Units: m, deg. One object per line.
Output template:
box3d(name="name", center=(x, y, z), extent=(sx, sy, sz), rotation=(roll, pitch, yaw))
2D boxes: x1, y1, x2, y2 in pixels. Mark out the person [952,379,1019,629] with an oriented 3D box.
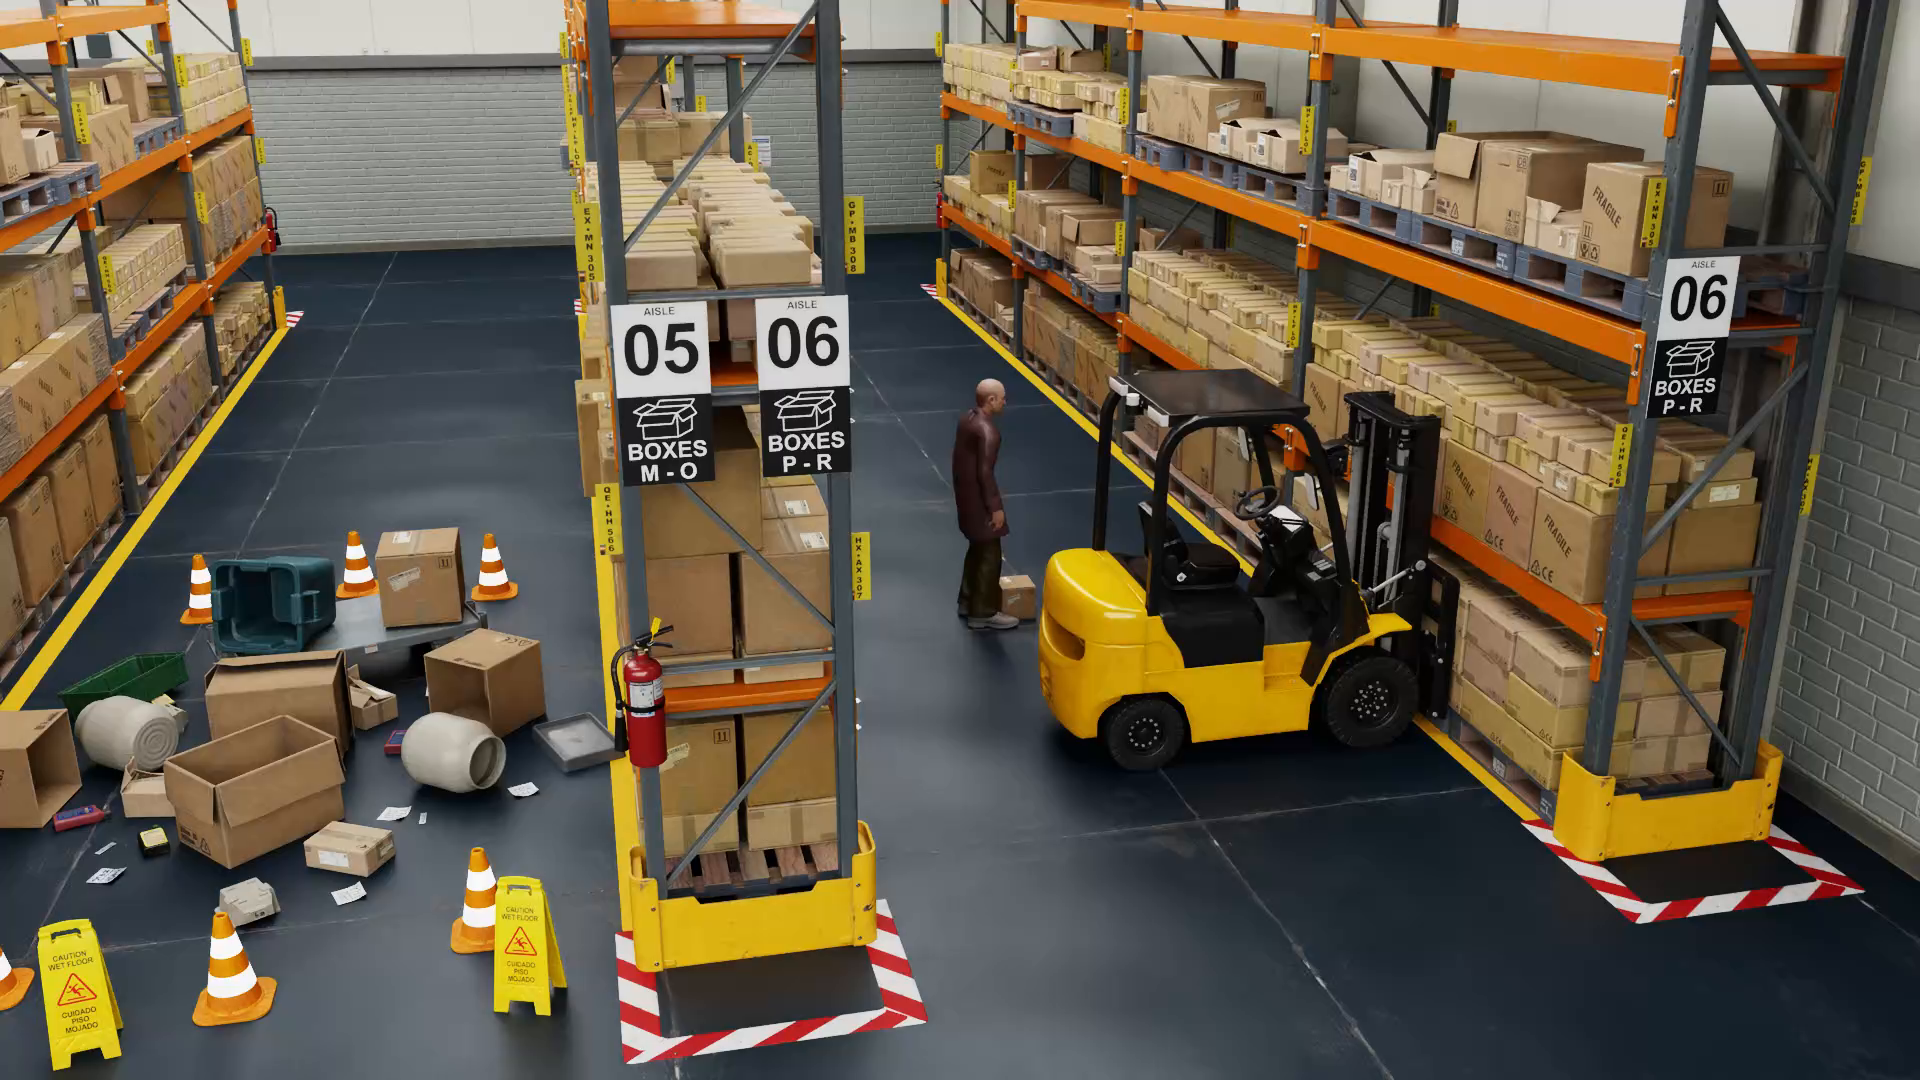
box3d(name="person", center=(0.164, -0.275, 11.876), extent=(0.419, 1.774, 0.646), rotation=(-5, 20, -13))
